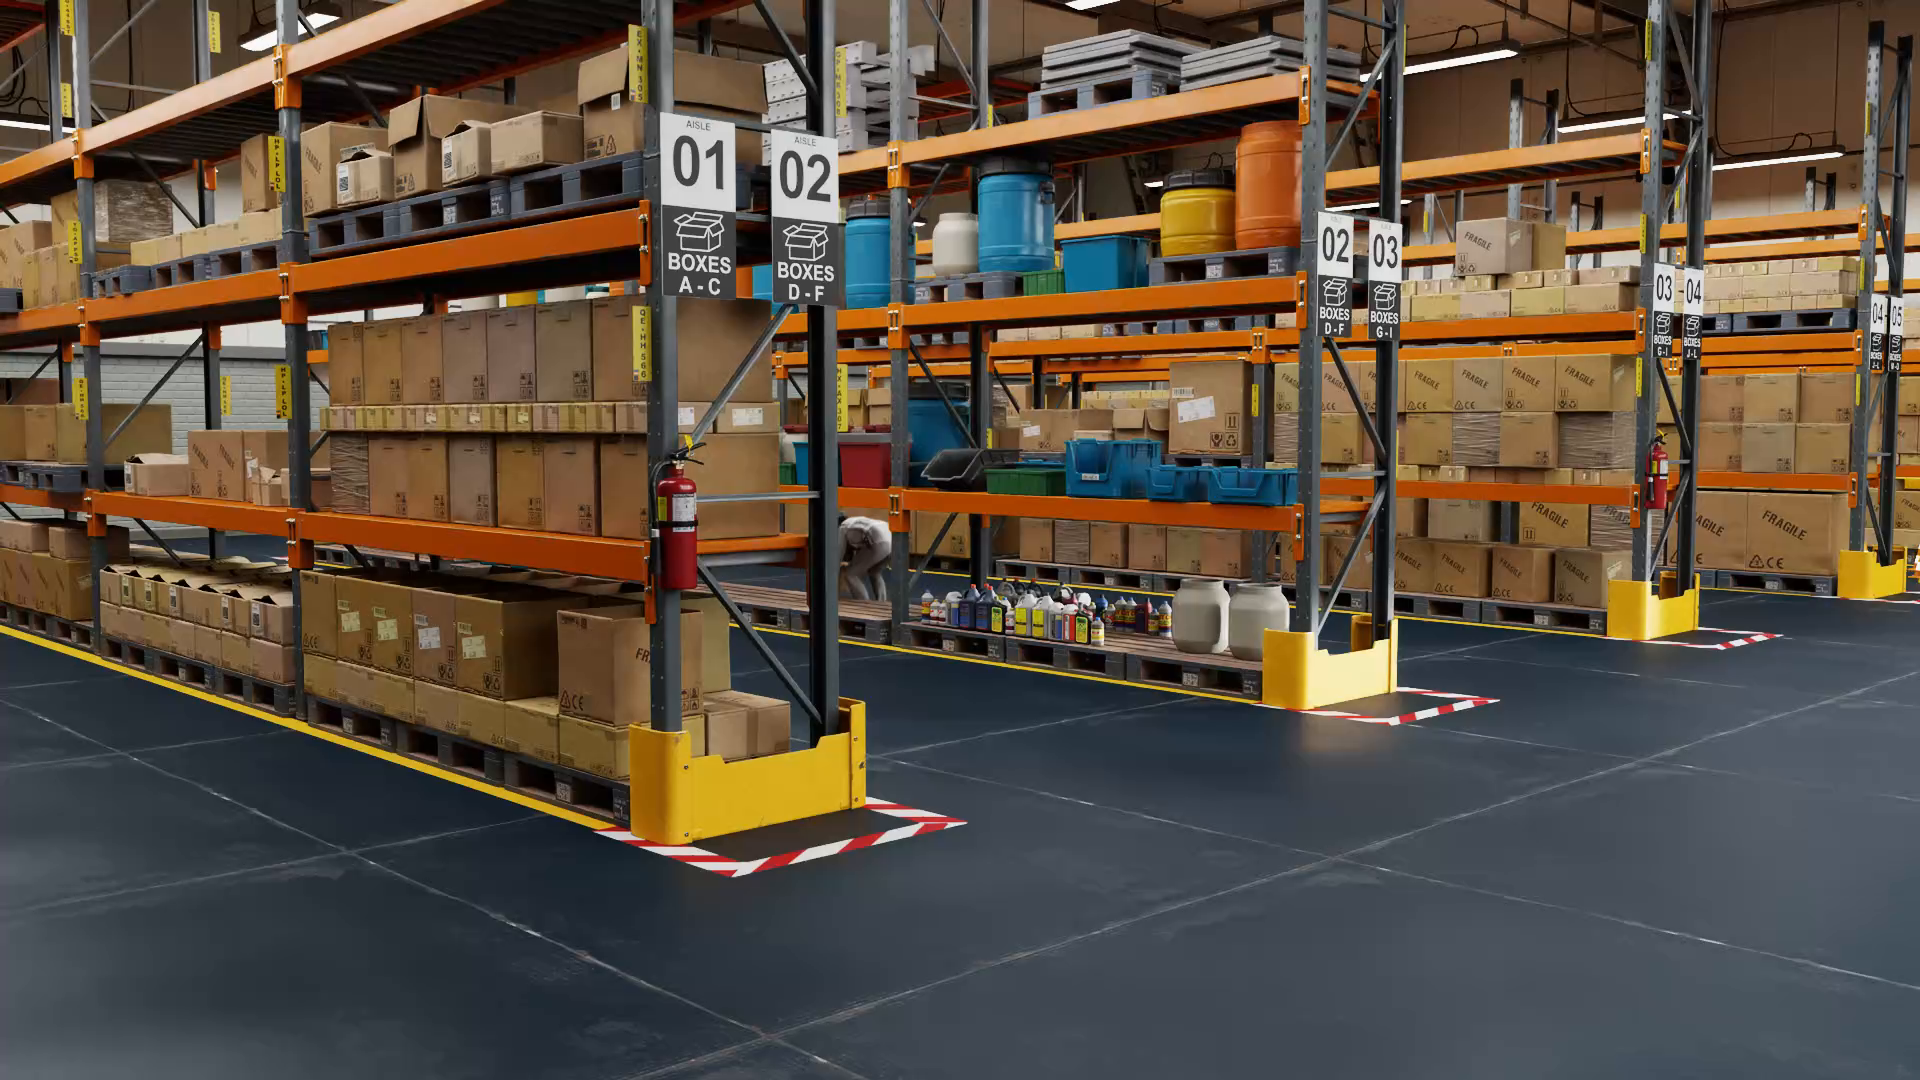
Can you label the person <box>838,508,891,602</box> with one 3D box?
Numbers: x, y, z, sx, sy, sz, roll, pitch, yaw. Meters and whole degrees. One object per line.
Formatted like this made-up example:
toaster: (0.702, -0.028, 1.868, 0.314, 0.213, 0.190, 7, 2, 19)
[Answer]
person: (-0.946, 0.227, 15.725, 0.921, 1.048, 0.450, 4, 6, 43)
